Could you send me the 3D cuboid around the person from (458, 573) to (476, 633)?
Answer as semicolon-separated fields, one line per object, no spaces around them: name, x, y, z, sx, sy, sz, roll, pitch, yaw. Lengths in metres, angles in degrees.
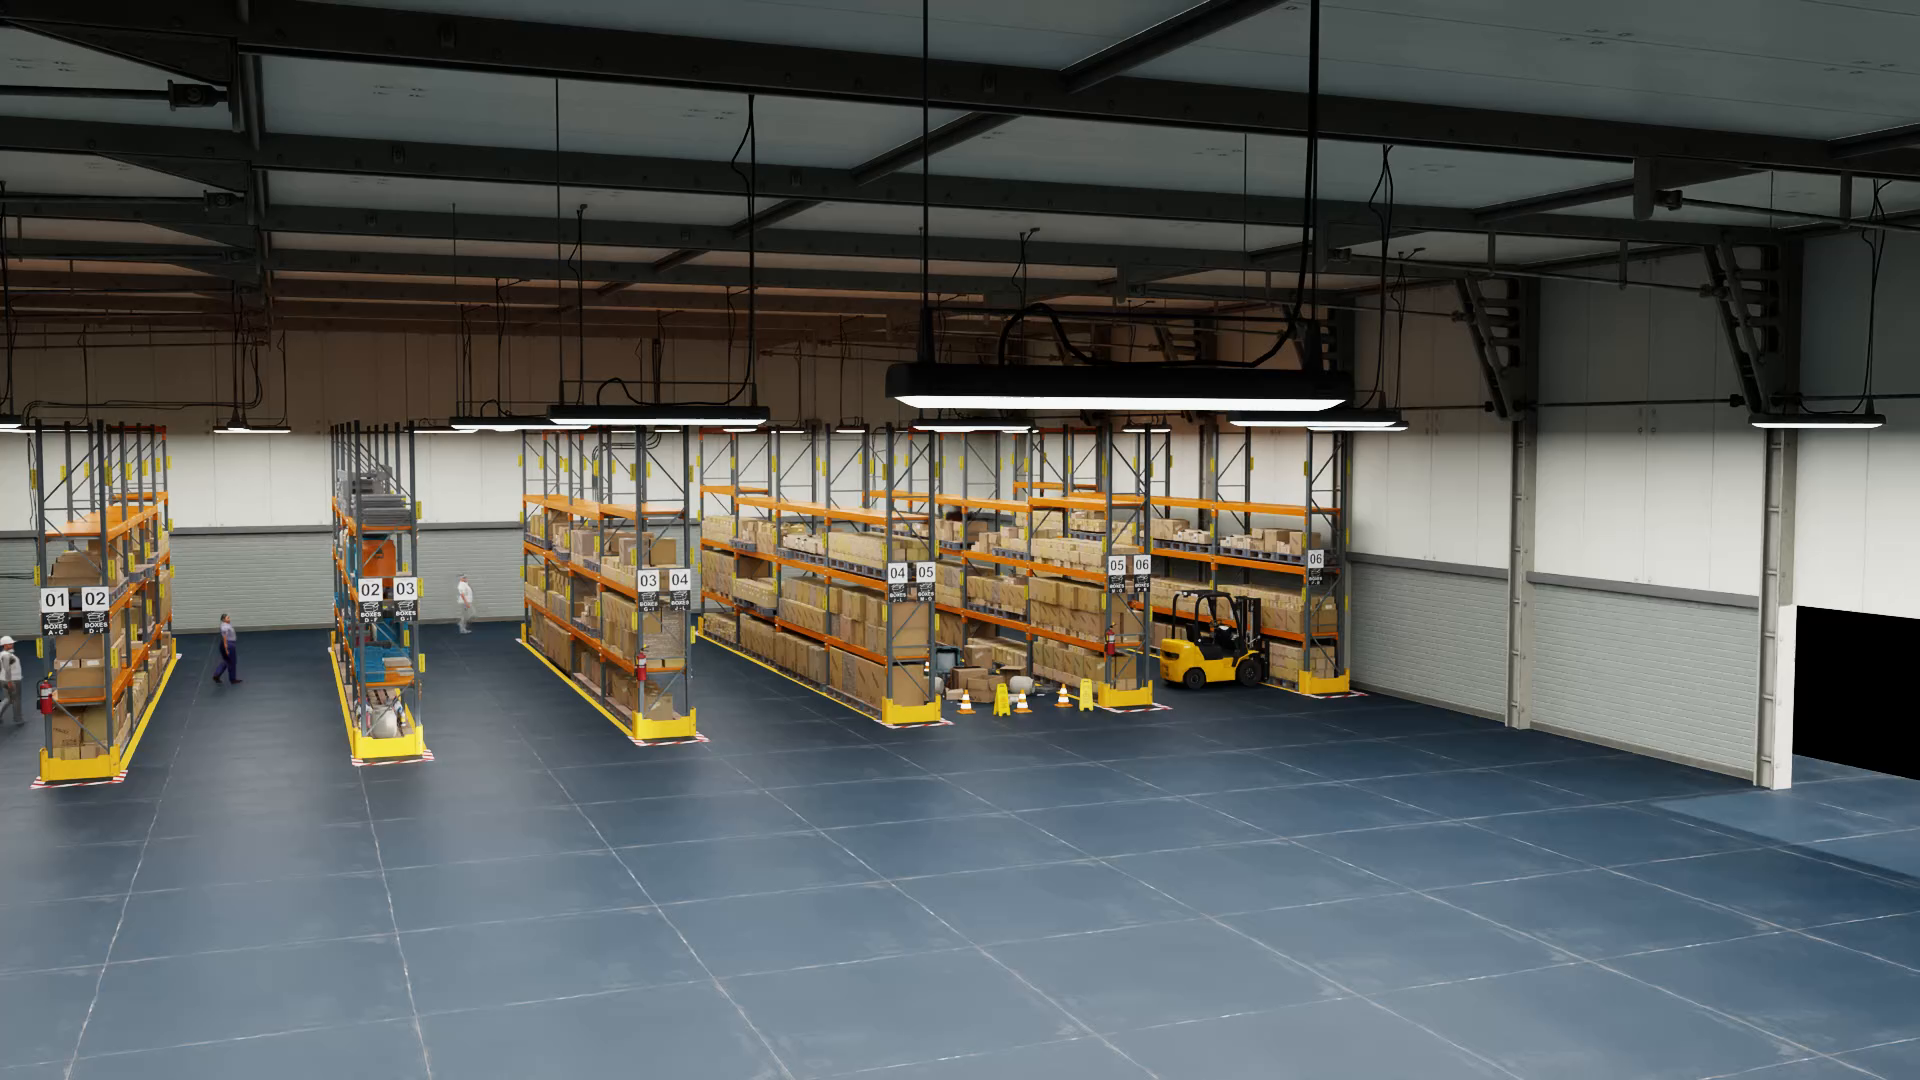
person;-14.277;1.828;48.117;0.465;1.775;0.584;-1;4;-9

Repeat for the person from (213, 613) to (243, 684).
person;-16.957;2.509;38.472;0.633;1.627;0.468;-3;5;-43

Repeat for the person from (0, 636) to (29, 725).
person;-18.847;2.783;32.990;0.507;1.771;0.674;2;4;32
